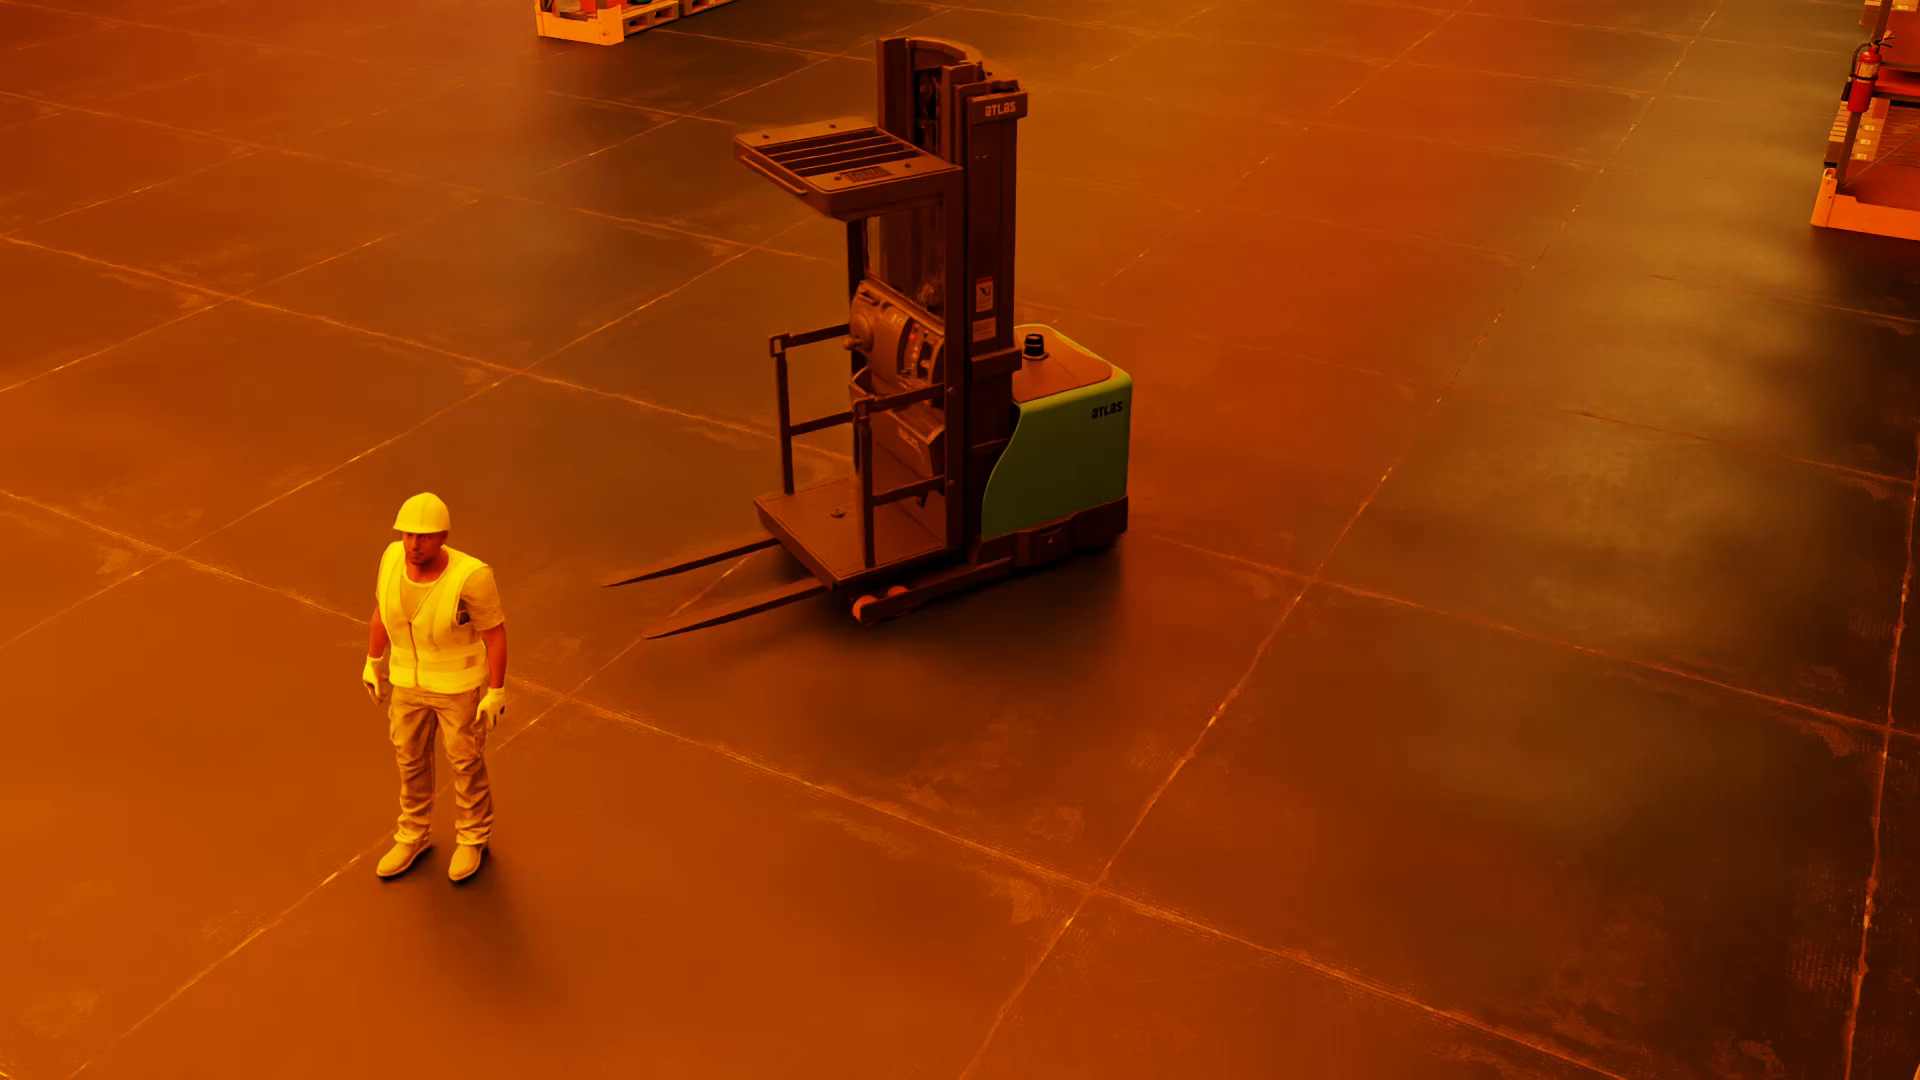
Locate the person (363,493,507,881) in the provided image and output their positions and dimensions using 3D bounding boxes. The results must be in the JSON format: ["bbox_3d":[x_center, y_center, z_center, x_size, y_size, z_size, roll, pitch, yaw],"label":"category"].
[{"bbox_3d":[-2.262,0.643,7.098,0.653,1.787,0.549,8,31,14],"label":"person"}]

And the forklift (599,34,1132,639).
[{"bbox_3d":[-0.526,-1.098,8.973,3.031,2.935,1.130,-17,34,-27],"label":"forklift"}]
